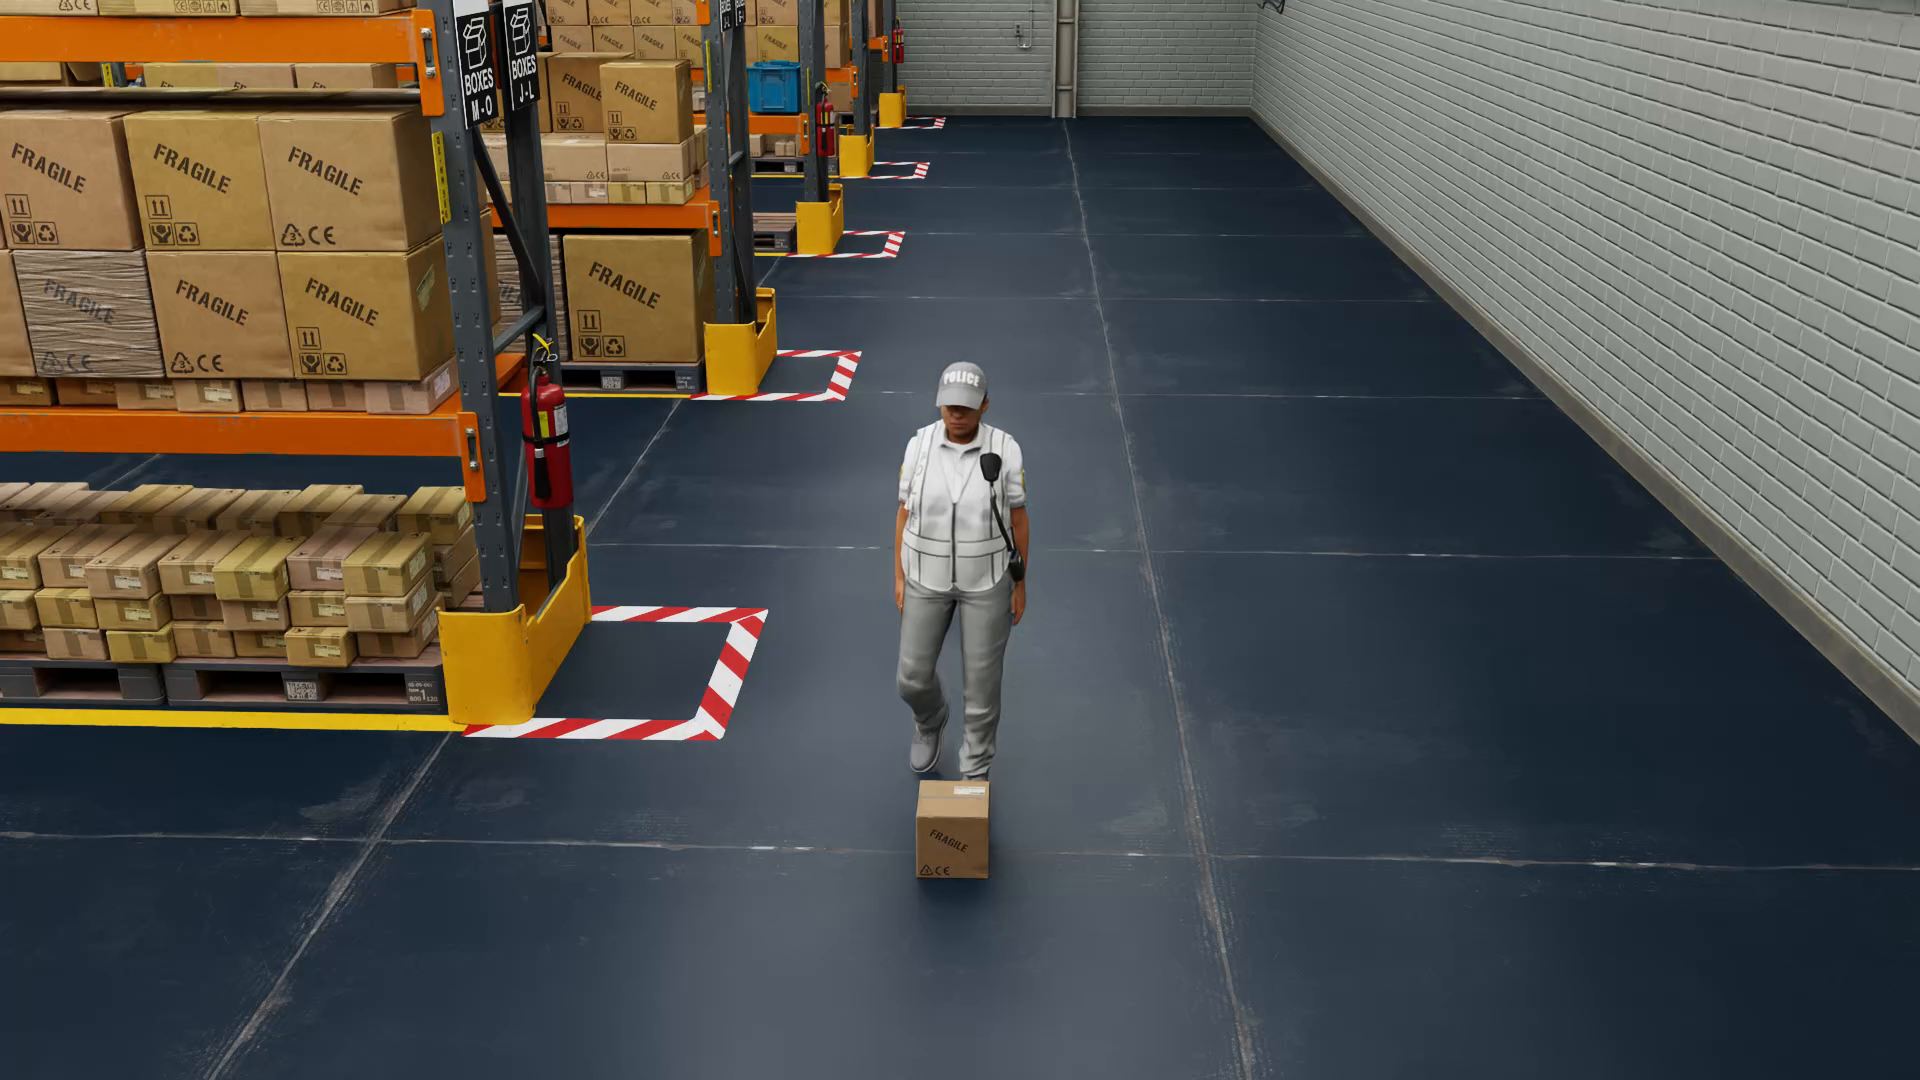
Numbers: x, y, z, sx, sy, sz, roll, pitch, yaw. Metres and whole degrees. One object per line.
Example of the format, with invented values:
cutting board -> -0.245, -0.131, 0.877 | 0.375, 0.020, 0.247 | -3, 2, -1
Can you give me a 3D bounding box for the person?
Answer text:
person -> 0.003, 0.159, 6.153 | 0.493, 1.677, 0.535 | 3, 21, 7
